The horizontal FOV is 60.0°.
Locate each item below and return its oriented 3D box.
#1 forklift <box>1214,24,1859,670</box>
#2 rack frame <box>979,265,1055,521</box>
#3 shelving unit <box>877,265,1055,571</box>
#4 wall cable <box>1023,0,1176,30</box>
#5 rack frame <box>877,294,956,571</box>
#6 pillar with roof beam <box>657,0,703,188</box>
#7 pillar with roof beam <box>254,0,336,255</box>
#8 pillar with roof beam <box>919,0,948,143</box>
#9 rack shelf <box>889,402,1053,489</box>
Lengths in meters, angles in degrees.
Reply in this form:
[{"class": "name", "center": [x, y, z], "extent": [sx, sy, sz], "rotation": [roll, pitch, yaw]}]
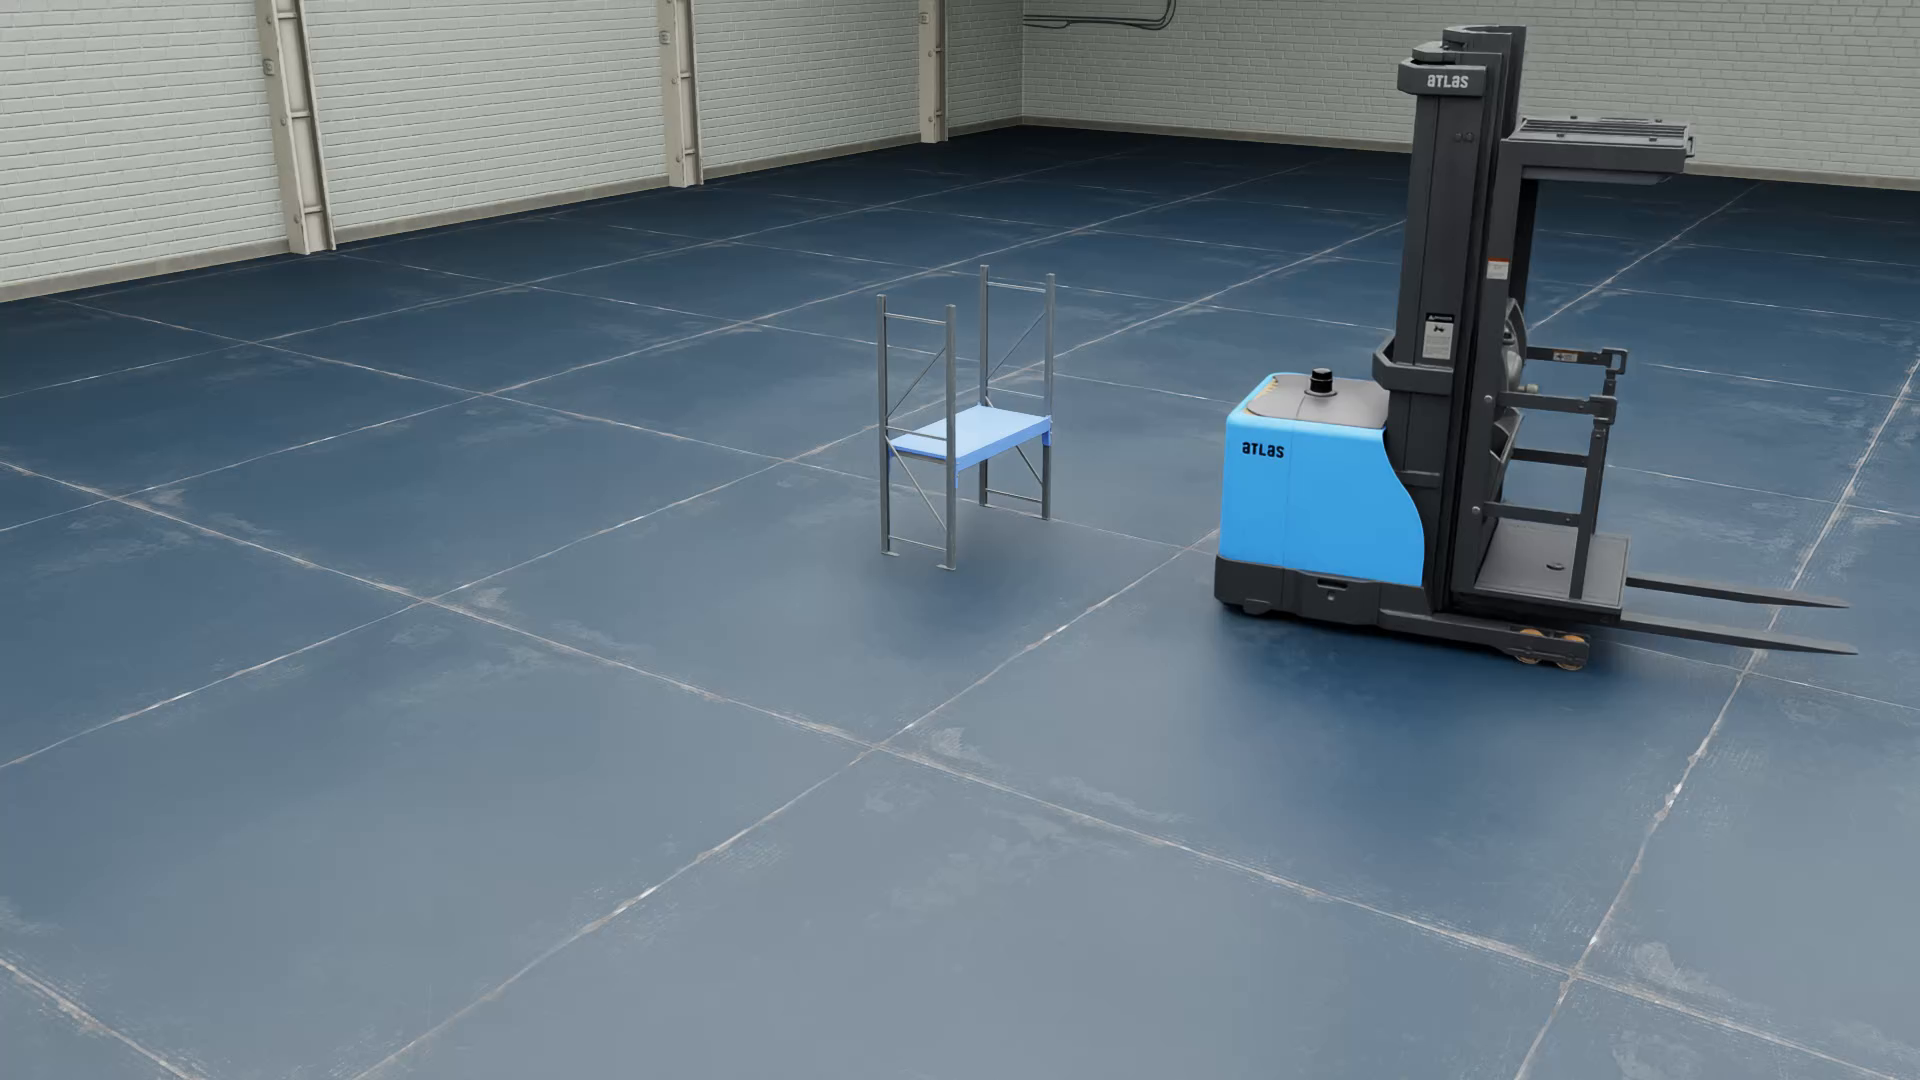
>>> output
[{"class": "forklift", "center": [2.903, -0.953, 8.116], "extent": [3.031, 2.935, 1.130], "rotation": [8, 22, 22]}, {"class": "rack frame", "center": [0.334, -0.874, 9.965], "extent": [0.500, 1.500, 0.032], "rotation": [13, 24, 32]}, {"class": "shelving unit", "center": [0.048, -0.728, 9.571], "extent": [0.538, 1.500, 1.048], "rotation": [13, 24, 32]}, {"class": "wall cable", "center": [2.314, -10.007, 28.322], "extent": [3.097, 2.526, 0.112], "rotation": [13, 24, 32]}, {"class": "rack frame", "center": [-0.238, -0.582, 9.177], "extent": [0.500, 1.500, 0.032], "rotation": [13, 24, 32]}, {"class": "pillar with roof beam", "center": [-0.248, -8.314, 19.271], "extent": [9.100, 9.000, 0.400], "rotation": [13, 24, 32]}, {"class": "pillar with roof beam", "center": [-3.621, -6.593, 14.617], "extent": [9.100, 9.000, 0.400], "rotation": [13, 24, 32]}, {"class": "pillar with roof beam", "center": [3.125, -10.036, 23.926], "extent": [9.100, 9.000, 0.400], "rotation": [13, 24, 32]}, {"class": "rack shelf", "center": [0.048, -0.559, 9.633], "extent": [0.538, 0.185, 1.000], "rotation": [13, 24, 32]}]
